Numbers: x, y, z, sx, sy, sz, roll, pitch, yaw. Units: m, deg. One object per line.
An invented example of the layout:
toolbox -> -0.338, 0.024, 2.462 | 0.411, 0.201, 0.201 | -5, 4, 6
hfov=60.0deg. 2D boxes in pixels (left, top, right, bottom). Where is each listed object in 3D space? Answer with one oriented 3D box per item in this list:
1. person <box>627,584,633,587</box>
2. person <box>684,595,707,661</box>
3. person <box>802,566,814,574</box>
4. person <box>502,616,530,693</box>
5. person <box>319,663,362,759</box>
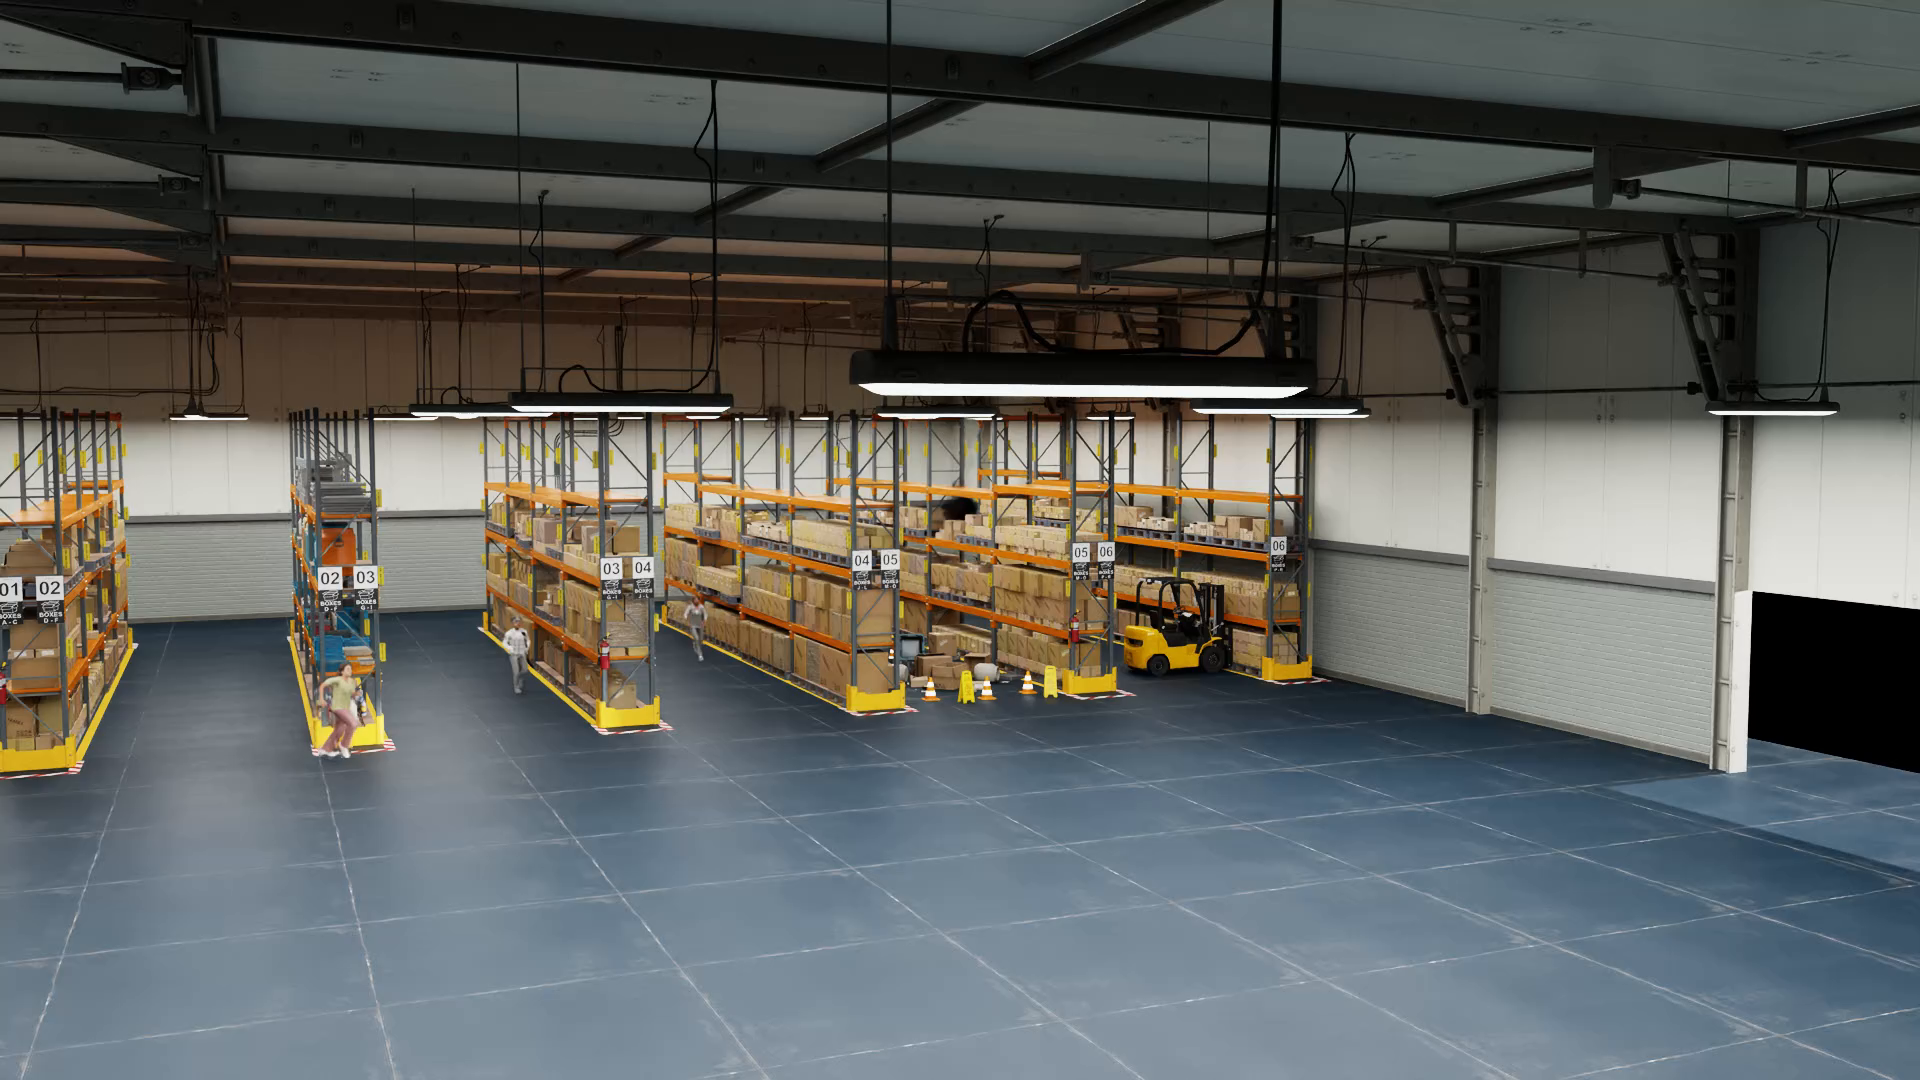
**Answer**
person -> -9.703, 1.542, 47.684 | 0.675, 1.634, 0.858 | 2, 5, 30
person -> -6.424, 2.123, 40.443 | 0.559, 1.576, 0.695 | -1, 4, -18
person -> -4.681, 1.308, 51.011 | 0.686, 1.706, 0.738 | -1, 4, -10
person -> -9.392, 2.424, 35.305 | 0.608, 1.649, 0.570 | -2, 5, -28
person -> -10.546, 2.902, 28.314 | 0.773, 1.638, 0.605 | 1, 4, 16
